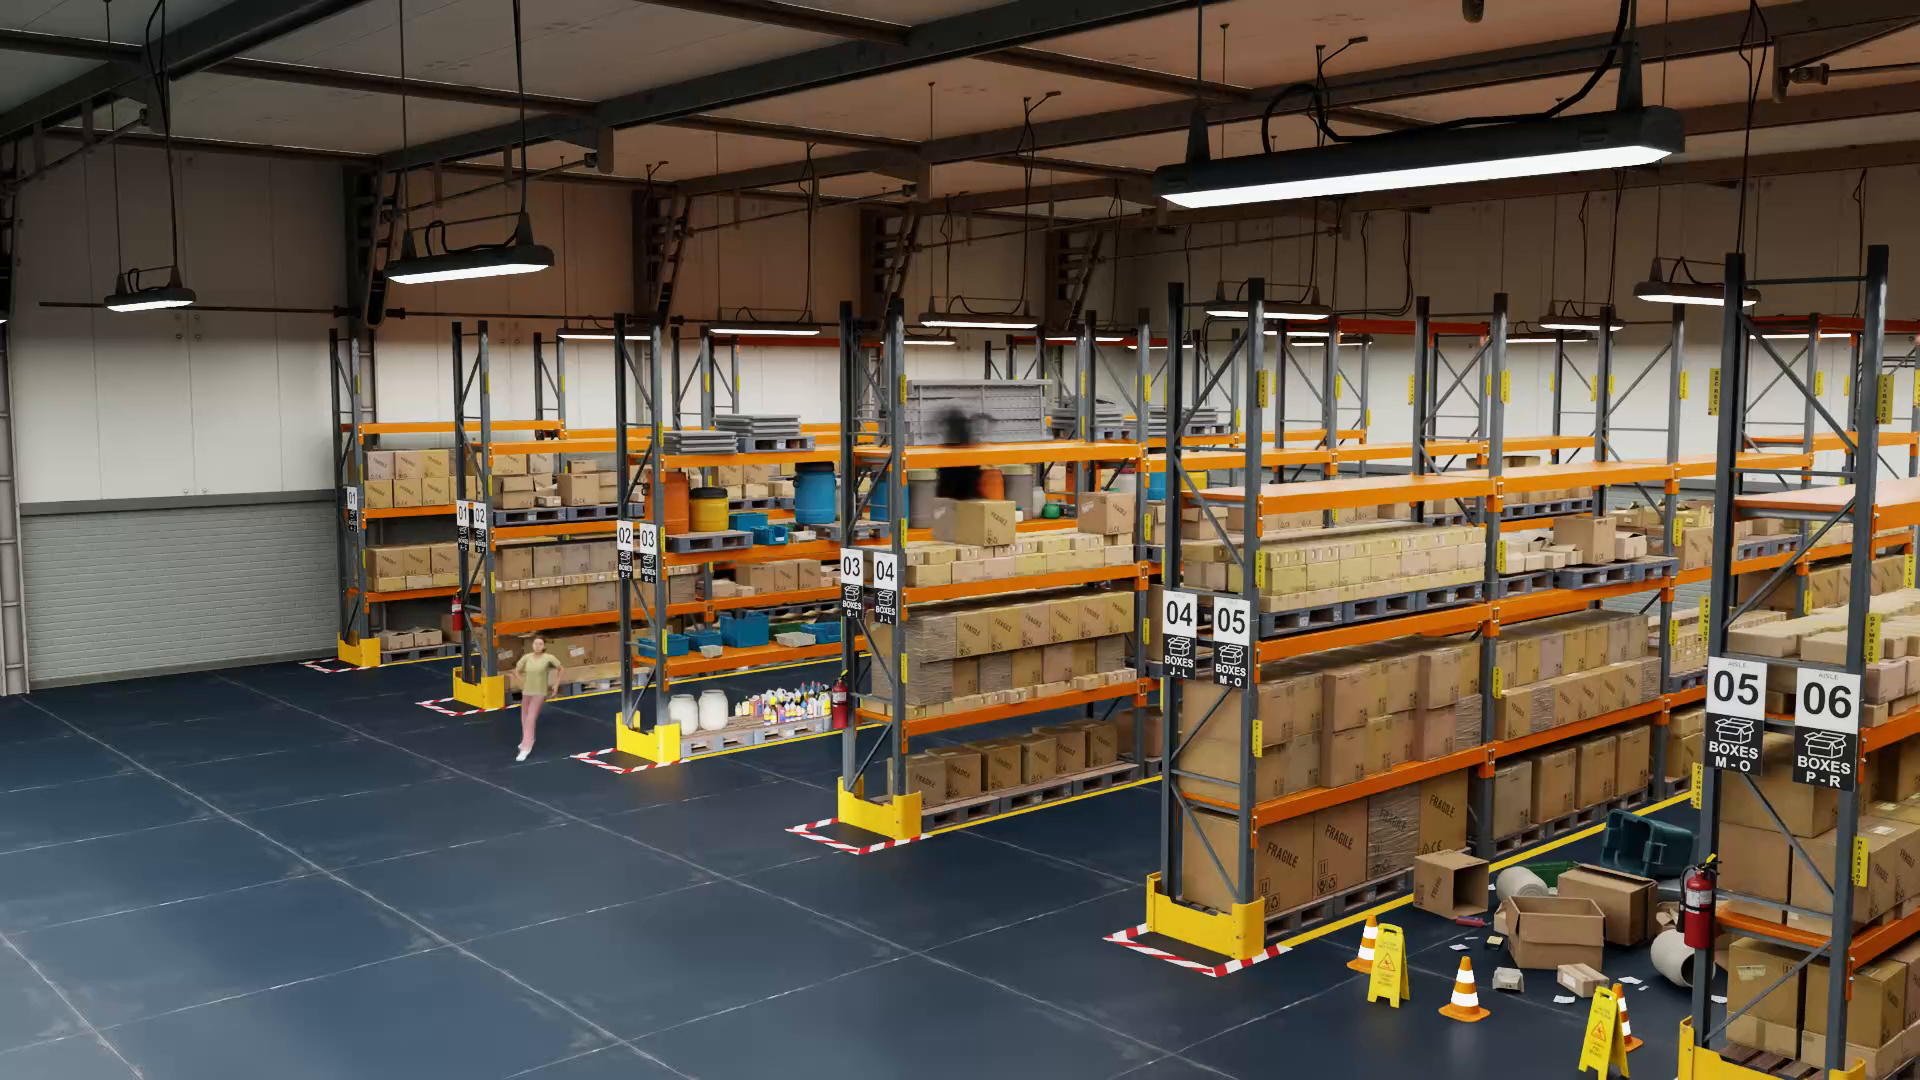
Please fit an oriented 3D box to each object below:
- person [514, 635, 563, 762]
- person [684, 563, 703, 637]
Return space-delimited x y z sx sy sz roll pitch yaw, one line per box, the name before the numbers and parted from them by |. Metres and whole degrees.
person | -5.757 2.118 22.580 0.646 1.687 0.767 1 6 8
person | -4.873 1.255 30.871 0.699 1.769 0.900 5 8 42
